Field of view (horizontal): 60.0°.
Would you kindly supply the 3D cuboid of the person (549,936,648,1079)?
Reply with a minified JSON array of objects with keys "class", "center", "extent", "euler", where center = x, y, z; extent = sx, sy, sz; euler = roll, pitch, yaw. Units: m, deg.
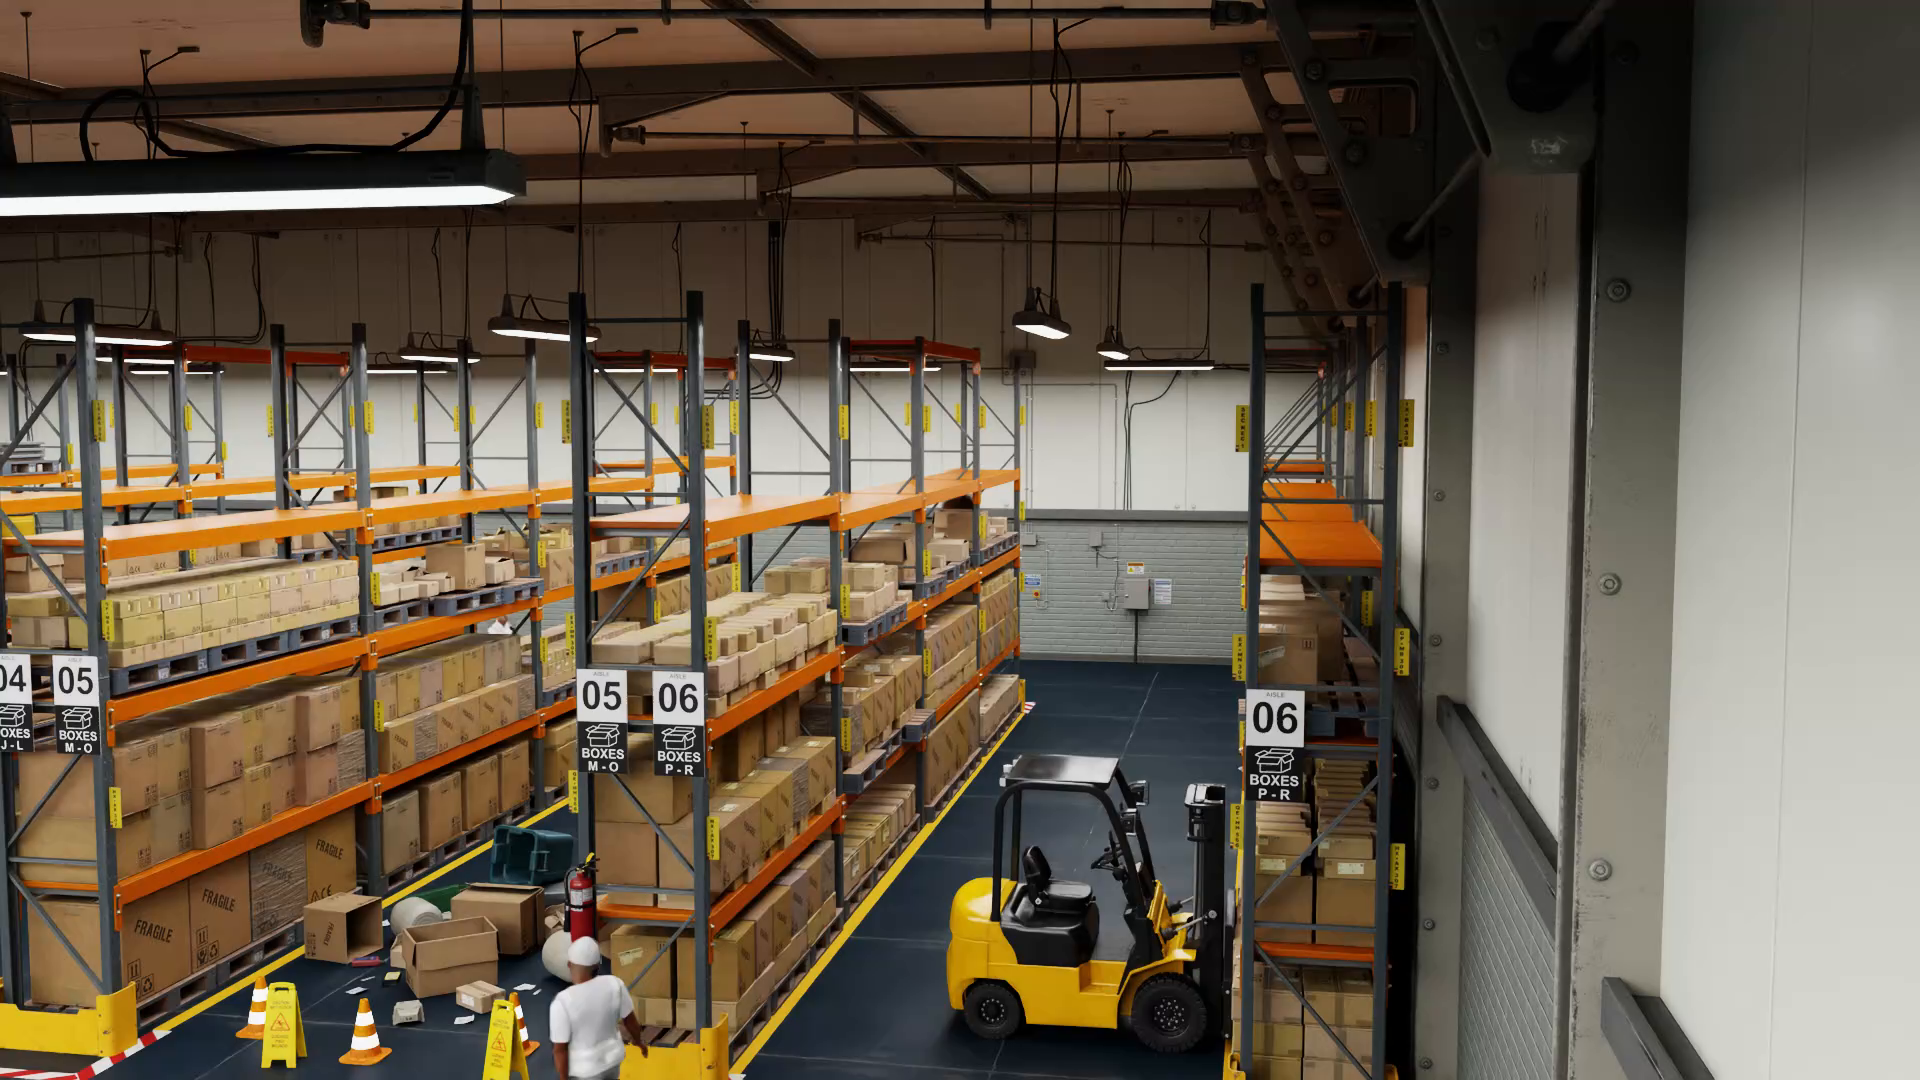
[{"class":"person","center":[-2.339,3.408,10.778],"extent":[0.431,1.778,0.791],"euler":[3,6,33]}]

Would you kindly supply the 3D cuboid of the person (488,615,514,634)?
[{"class":"person","center":[-7.728,2.016,28.305],"extent":[0.585,1.777,0.587],"euler":[-3,6,-37]}]
